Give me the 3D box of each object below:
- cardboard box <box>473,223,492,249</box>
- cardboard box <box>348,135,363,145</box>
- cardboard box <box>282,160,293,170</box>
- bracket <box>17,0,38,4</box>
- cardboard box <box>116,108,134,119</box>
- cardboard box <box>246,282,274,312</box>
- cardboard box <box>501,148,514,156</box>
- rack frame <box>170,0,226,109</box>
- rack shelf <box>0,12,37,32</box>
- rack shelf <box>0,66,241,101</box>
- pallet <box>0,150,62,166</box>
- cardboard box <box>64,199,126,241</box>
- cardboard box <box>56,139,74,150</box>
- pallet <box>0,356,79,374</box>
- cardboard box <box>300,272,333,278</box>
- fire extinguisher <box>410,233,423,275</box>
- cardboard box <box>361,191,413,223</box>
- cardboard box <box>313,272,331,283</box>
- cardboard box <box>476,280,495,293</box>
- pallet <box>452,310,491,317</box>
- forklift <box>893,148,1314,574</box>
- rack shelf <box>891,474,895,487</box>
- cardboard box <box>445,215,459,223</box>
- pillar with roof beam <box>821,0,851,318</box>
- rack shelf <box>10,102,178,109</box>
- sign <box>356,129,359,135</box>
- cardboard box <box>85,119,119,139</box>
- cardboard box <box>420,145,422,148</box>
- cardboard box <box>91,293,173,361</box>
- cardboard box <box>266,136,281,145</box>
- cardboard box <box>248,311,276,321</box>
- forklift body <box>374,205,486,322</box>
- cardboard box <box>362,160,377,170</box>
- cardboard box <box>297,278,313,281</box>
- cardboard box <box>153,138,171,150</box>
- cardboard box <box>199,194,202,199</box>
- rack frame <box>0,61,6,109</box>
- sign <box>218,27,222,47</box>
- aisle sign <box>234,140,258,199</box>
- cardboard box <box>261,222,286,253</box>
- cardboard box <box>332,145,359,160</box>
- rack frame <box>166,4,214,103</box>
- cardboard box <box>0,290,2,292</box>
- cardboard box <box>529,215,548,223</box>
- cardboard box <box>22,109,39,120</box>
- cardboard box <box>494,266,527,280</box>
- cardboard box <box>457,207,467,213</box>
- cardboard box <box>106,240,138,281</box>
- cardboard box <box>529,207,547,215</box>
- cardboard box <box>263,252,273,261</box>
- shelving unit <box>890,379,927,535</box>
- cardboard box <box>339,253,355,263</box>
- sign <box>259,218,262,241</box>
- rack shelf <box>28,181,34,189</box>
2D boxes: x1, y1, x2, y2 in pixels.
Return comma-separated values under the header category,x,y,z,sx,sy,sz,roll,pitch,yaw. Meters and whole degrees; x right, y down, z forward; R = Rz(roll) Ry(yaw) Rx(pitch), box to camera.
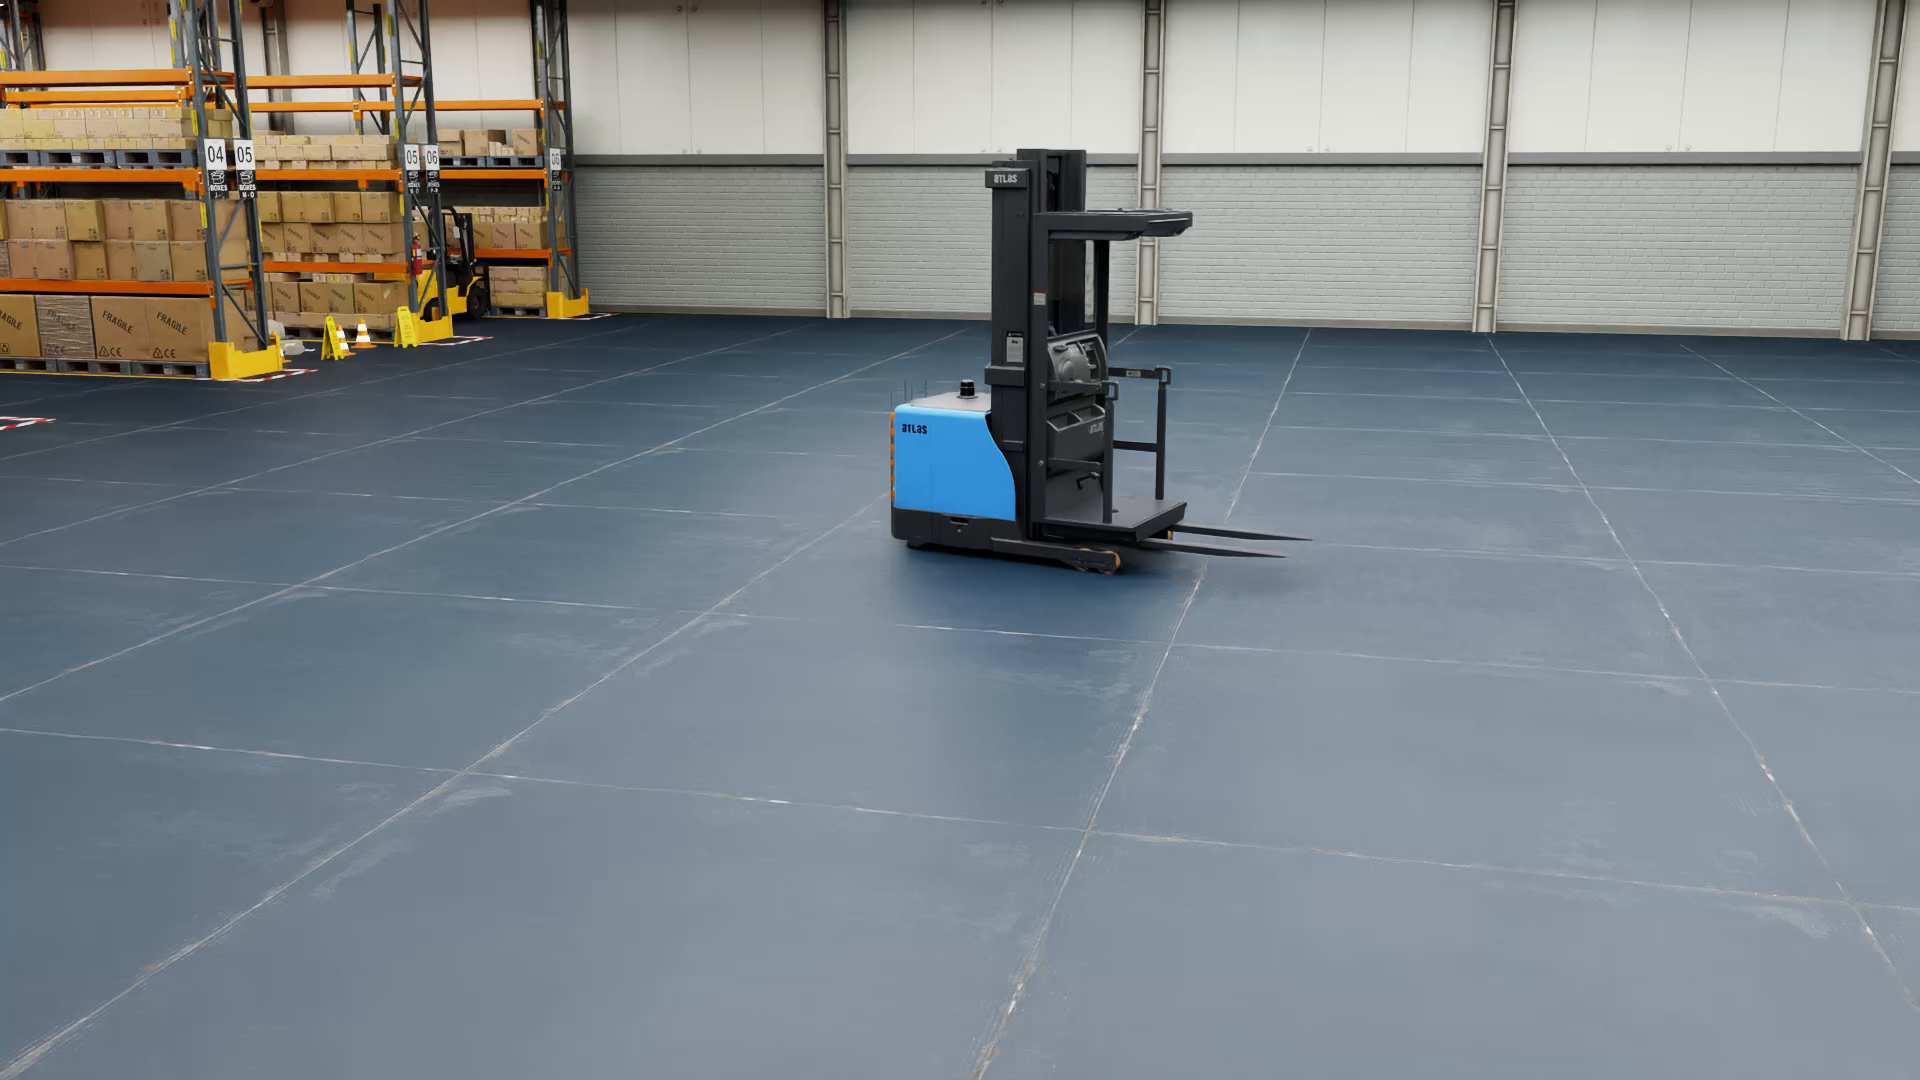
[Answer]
category,x,y,z,sx,sy,sz,roll,pitch,yaw
cardboard box,-9.264,-5.950,32.490,0.500,0.500,0.500,3,13,12
cardboard box,-9.802,-6.549,27.233,0.250,0.149,0.380,3,13,13
cardboard box,-11.050,-6.233,27.650,0.250,0.149,0.380,3,13,14
bracket,-19.516,-11.314,34.736,0.430,0.232,0.235,3,13,14
cardboard box,-11.148,-5.756,22.459,0.250,0.149,0.380,3,13,14
cardboard box,-11.762,-4.156,28.278,0.500,0.500,0.500,4,13,16
cardboard box,-8.601,-7.451,31.937,0.250,0.149,0.380,3,13,12
rack frame,-12.793,-7.968,27.965,0.127,3.000,1.000,3,13,14
rack shelf,-21.316,-10.802,34.728,4.000,0.370,1.077,3,13,14
rack shelf,-11.939,-6.272,22.903,4.000,0.370,1.077,3,13,14
pallet,-13.089,-5.370,23.383,1.213,0.211,1.003,3,13,14
cardboard box,-11.961,-4.480,23.256,0.500,0.550,0.875,3,13,14
cardboard box,-12.132,-5.420,22.782,0.250,0.149,0.380,3,13,14
pallet,-13.161,-2.576,23.949,1.213,0.211,1.003,3,13,14
cardboard box,-12.868,-5.196,33.832,0.625,0.625,0.875,3,13,13
fire extinguisher,-8.909,-4.691,27.224,0.183,0.674,0.296,3,13,14
cardboard box,-9.458,-5.495,27.440,0.500,0.500,0.700,3,13,12
cardboard box,-10.621,-4.397,27.868,0.250,0.149,0.380,4,13,16
cardboard box,-9.262,-4.993,32.629,0.500,0.250,0.500,3,13,12
pallet,-9.657,-4.609,33.113,1.213,0.211,1.003,3,13,14
forklift,1.037,-1.320,12.010,3.031,2.935,1.130,7,14,28
rack shelf,-0.396,-0.475,12.955,0.180,0.103,0.258,7,14,28
cardboard box,-9.864,-6.293,32.535,0.250,0.149,0.380,3,13,12
pillar with roof beam,-3.390,-7.814,27.268,0.400,9.000,9.100,3,13,14
rack shelf,-17.432,-8.777,34.195,4.000,0.370,1.077,3,13,14
sign,-11.728,-7.839,32.389,0.005,0.325,0.100,3,13,14
cardboard box,-11.512,-5.595,22.652,0.500,0.250,0.500,3,13,13
cardboard box,-10.858,-7.664,32.523,0.500,0.311,0.500,3,13,15
cardboard box,-11.526,-3.020,23.448,0.875,0.875,0.875,3,13,13
cardboard box,-11.288,-6.629,27.595,0.250,0.149,0.380,3,13,13
cardboard box,-11.764,-3.789,28.359,0.500,0.250,0.500,4,13,17
forklift body,-10.002,-5.176,31.191,1.214,2.155,2.313,3,13,14
cardboard box,-9.572,-6.139,27.227,0.250,0.149,0.380,3,13,14
cardboard box,-11.164,-4.242,28.666,0.500,0.500,0.500,4,13,17
cardboard box,-10.646,-5.340,22.426,0.250,0.149,0.380,3,13,14
cardboard box,-12.418,-5.653,28.155,0.500,0.500,0.700,3,13,13
rack frame,-13.881,-6.922,23.250,0.127,3.000,1.000,3,13,14
sign,-12.645,-8.576,28.365,0.005,0.325,0.100,3,13,14
aisle sign,-9.857,-5.114,22.950,0.004,0.787,0.394,3,13,14
cardboard box,-11.455,-5.102,27.980,0.500,0.500,0.500,3,13,13
cardboard box,-9.956,-6.367,27.334,0.500,0.250,0.500,3,13,13
rack frame,-15.491,-9.220,33.606,0.127,3.000,1.000,3,13,14
cardboard box,-17.327,-4.468,29.975,0.875,0.875,0.875,3,13,13
cardboard box,-8.127,-6.200,32.119,0.250,0.149,0.380,3,13,14
cardboard box,-12.618,-5.835,22.815,0.250,0.149,0.380,3,13,14
cardboard box,-8.743,-5.210,32.455,0.500,0.250,0.500,3,13,15
cardboard box,-9.613,-6.439,32.509,0.250,0.149,0.380,3,13,14
cardboard box,-11.421,-3.948,23.349,0.550,0.550,0.875,3,13,14
cardboard box,-8.122,-6.361,32.156,0.250,0.149,0.380,3,13,14
cardboard box,-11.543,-4.796,28.098,0.250,0.149,0.380,3,13,13
shelving unit,-0.396,-0.635,12.919,0.189,1.200,0.258,7,14,28
cardboard box,-10.097,-4.698,27.657,0.250,0.149,0.380,3,13,15
sign,-9.858,-4.363,23.386,0.005,0.325,0.100,3,13,14
rack shelf,-18.618,-6.464,29.771,4.000,0.370,1.077,3,13,14
